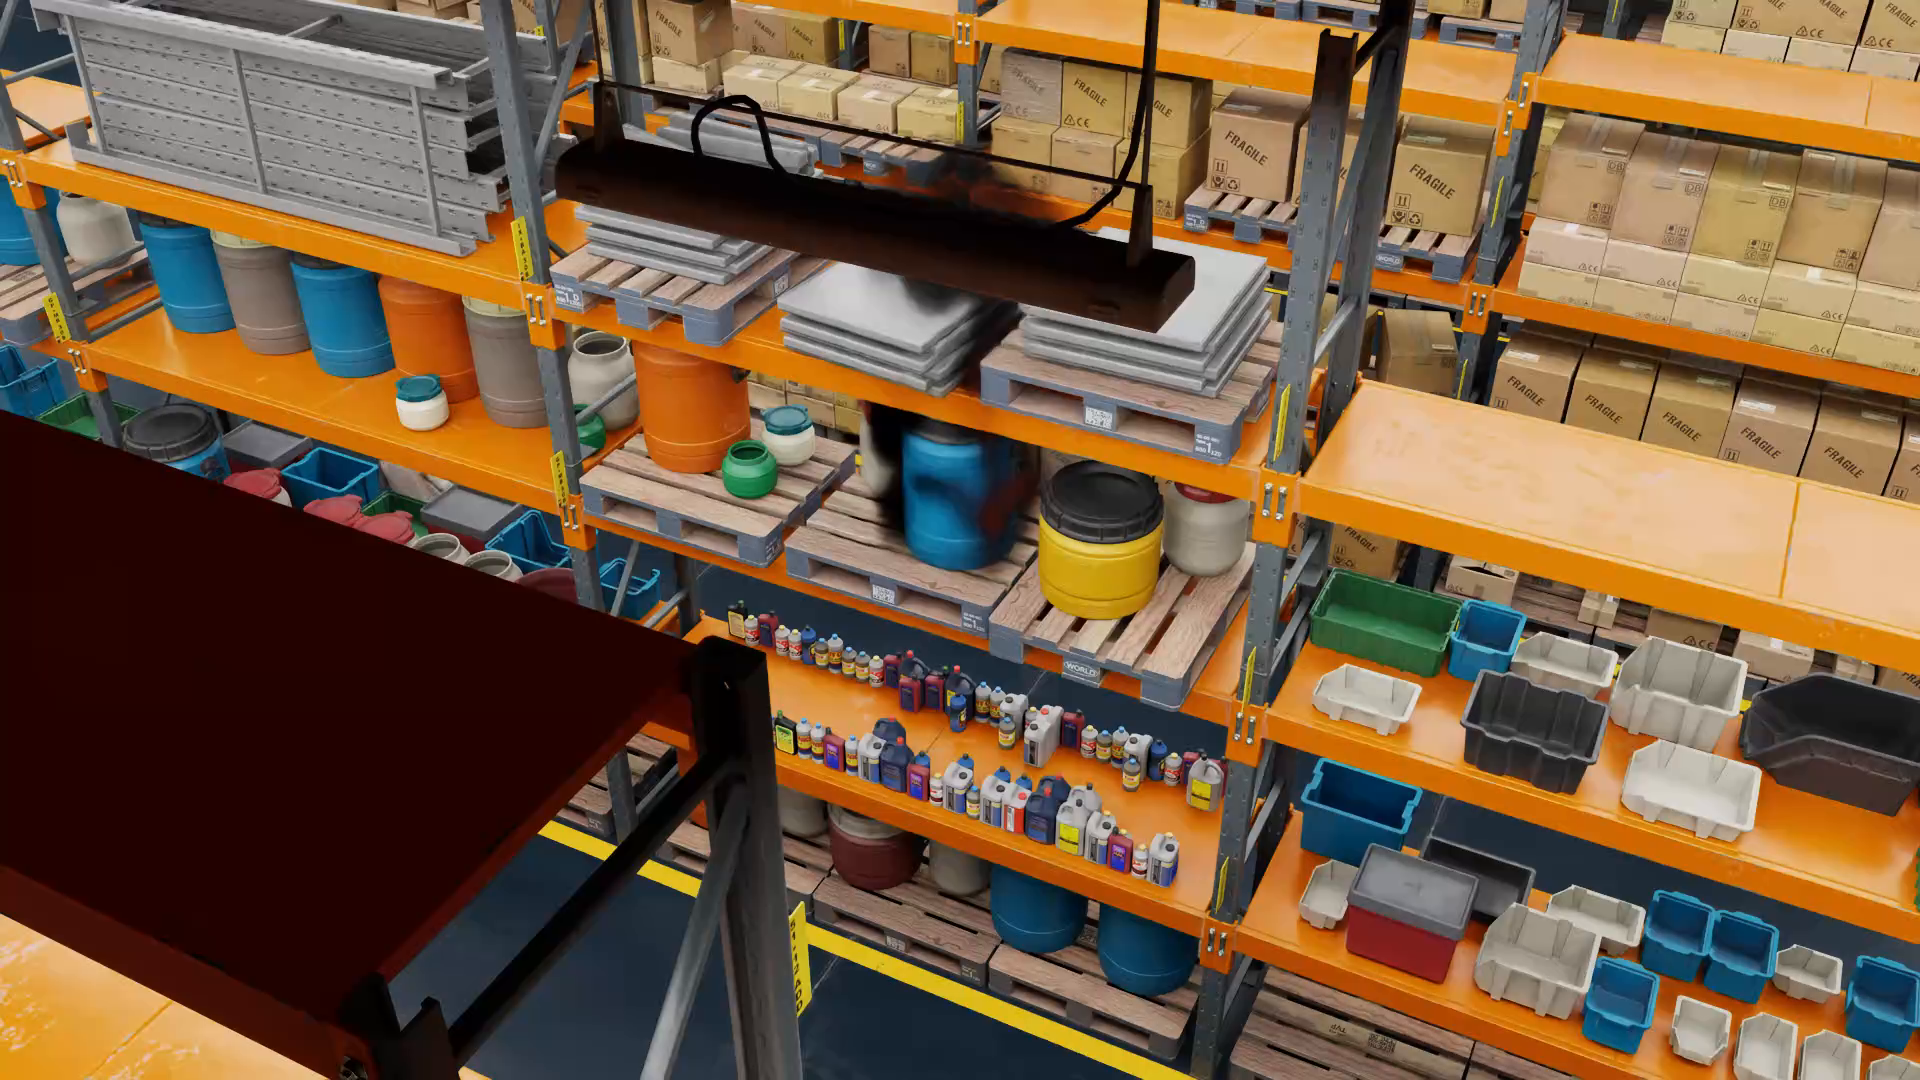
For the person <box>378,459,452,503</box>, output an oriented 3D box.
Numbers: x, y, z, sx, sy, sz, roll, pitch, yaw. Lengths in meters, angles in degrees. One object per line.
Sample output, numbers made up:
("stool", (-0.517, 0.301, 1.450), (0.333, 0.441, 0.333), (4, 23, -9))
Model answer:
("person", (-3.997, -0.206, 12.659), (0.773, 1.687, 0.710), (-3, 35, -5))
